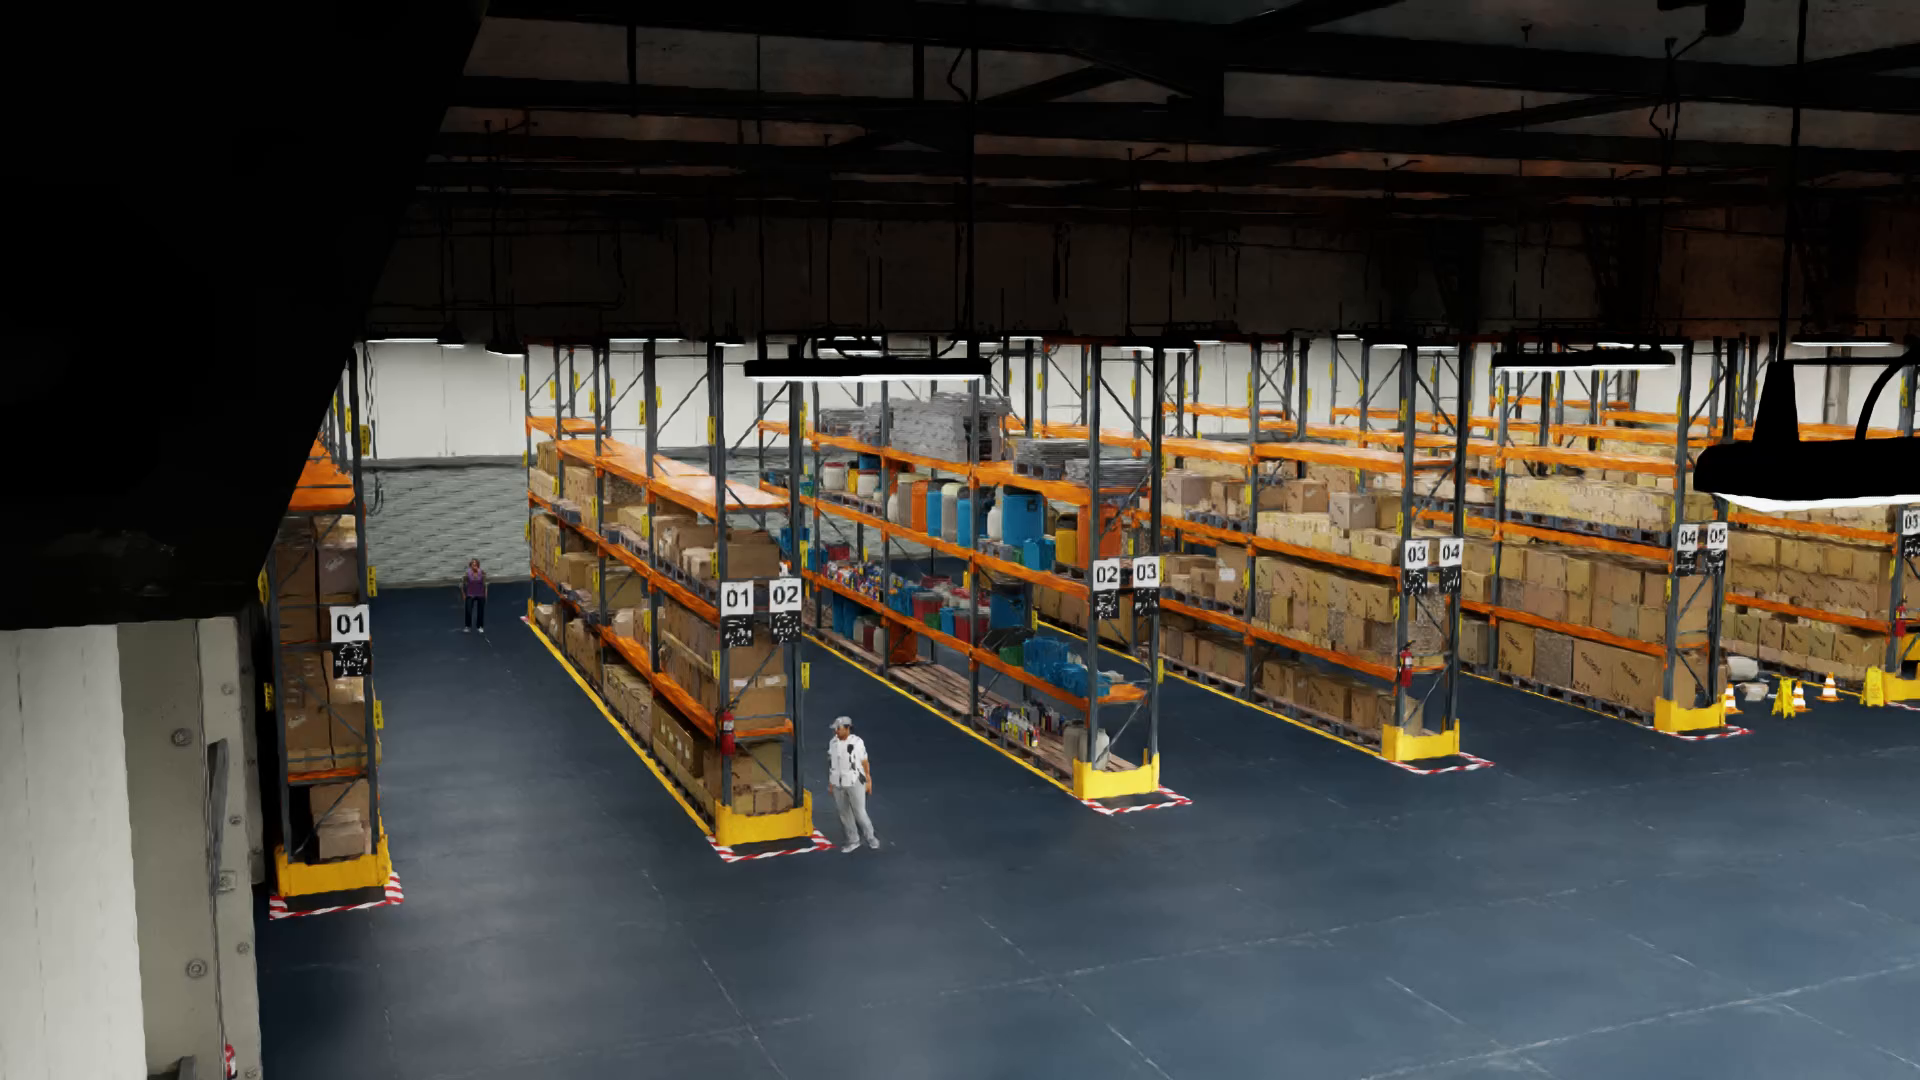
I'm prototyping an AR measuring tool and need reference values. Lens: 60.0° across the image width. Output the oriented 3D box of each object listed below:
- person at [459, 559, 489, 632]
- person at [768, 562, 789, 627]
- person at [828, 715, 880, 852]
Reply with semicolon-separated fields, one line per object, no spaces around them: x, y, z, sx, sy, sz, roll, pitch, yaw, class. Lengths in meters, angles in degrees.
-9.805;1.116;33.576;0.566;1.541;0.519;-4;8;-25;person
-3.711;1.113;34.068;0.476;1.400;0.945;0;8;0;person
-1.267;2.895;19.782;0.620;1.650;0.483;3;8;22;person
